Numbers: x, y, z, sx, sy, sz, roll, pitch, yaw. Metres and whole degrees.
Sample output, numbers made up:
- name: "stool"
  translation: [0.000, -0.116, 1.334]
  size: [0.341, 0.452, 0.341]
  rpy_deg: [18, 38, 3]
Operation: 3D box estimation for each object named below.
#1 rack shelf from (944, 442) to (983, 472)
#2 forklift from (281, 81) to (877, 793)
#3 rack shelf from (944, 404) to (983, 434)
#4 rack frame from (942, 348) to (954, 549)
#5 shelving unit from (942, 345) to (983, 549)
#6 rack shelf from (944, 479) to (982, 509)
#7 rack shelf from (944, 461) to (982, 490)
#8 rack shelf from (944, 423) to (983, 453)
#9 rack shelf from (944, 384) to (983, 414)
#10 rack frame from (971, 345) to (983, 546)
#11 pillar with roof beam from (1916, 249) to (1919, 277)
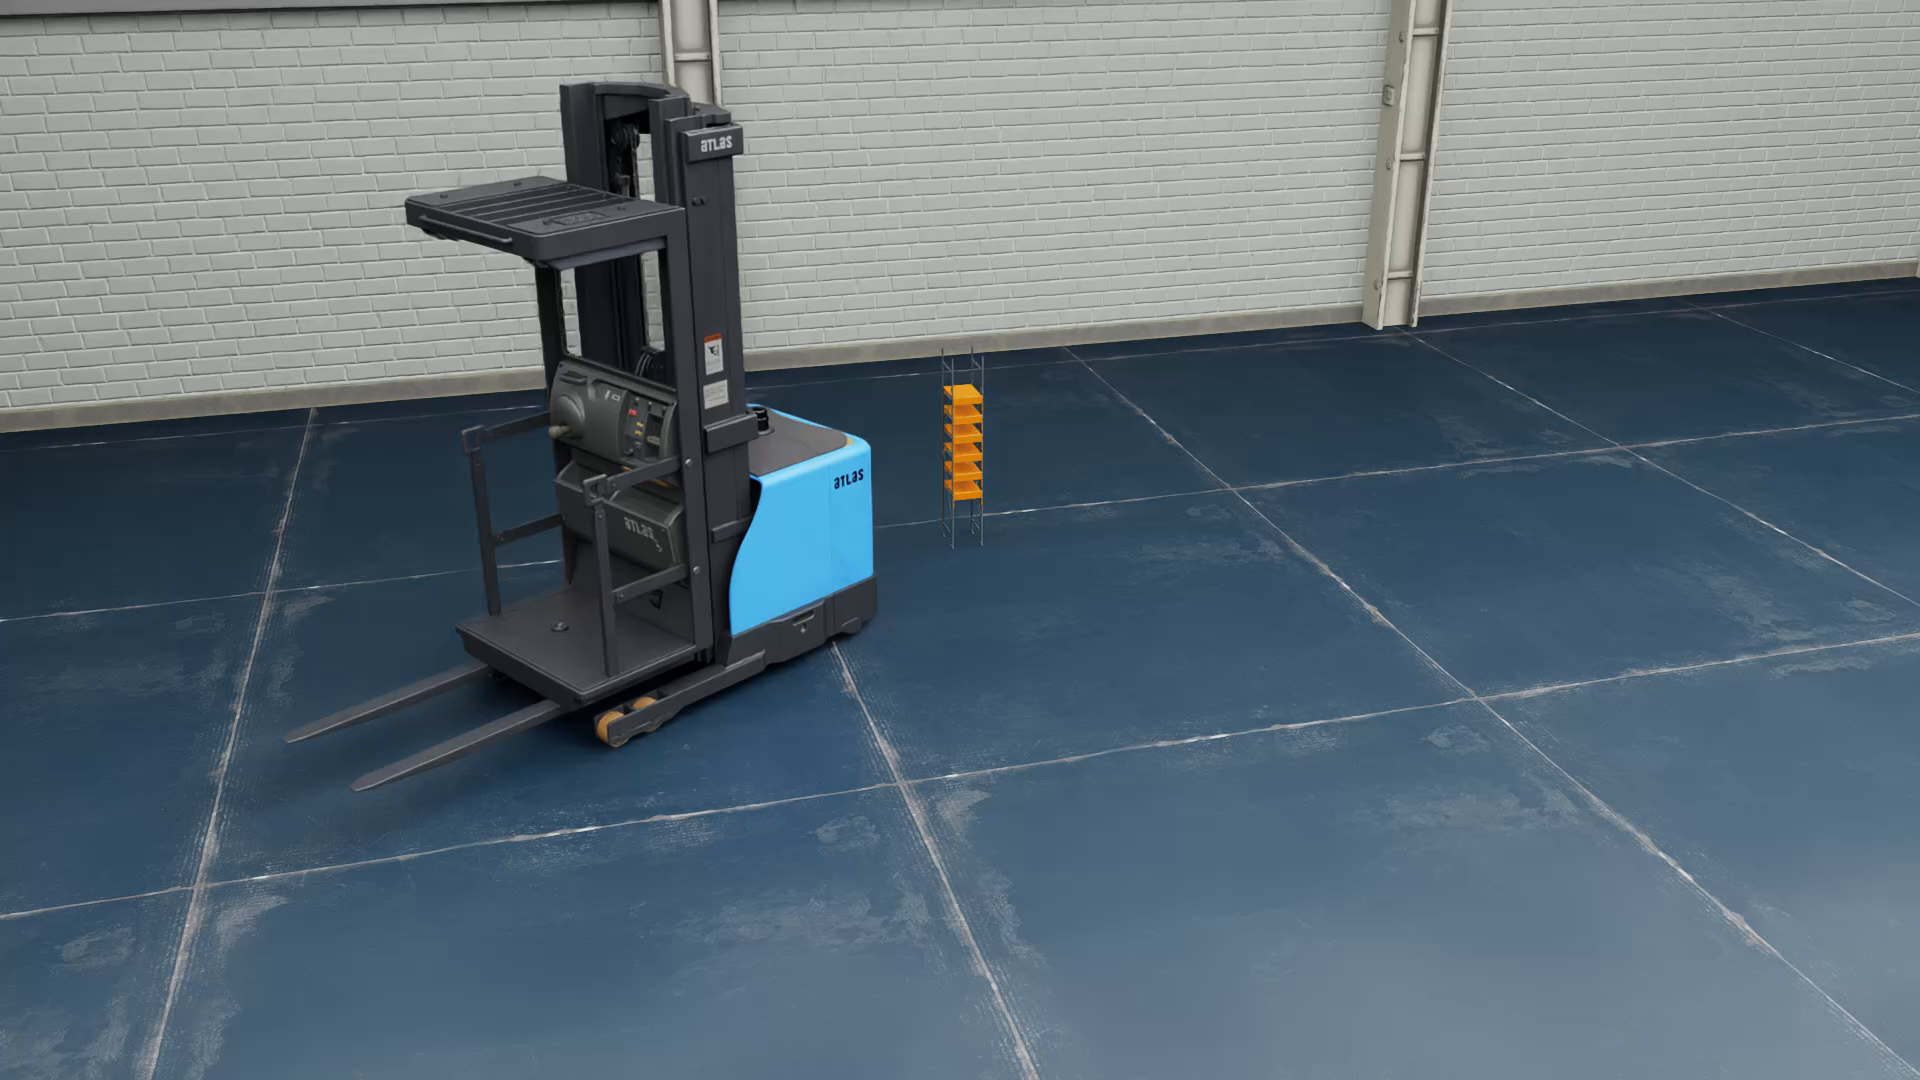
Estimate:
- name: "rack shelf"
  translation: [0.014, -0.512, 10.035]
  size: [0.180, 0.103, 0.258]
  rpy_deg: [-6, 24, -14]
- name: "forklift"
  translation: [-1.823, -0.586, 7.898]
  size: [1.130, 2.935, 3.031]
  rpy_deg: [20, 30, 39]
- name: "rack shelf"
  translation: [0.014, -0.733, 9.940]
  size: [0.180, 0.103, 0.258]
  rpy_deg: [-6, 24, -14]
- name: "rack frame"
  translation: [-0.074, -0.543, 9.994]
  size: [0.006, 1.200, 0.240]
  rpy_deg: [-6, 24, -14]
- name: "shelving unit"
  translation: [0.014, -0.553, 10.017]
  size: [0.189, 1.200, 0.258]
  rpy_deg: [-6, 24, -14]
- name: "rack shelf"
  translation: [0.014, -0.292, 10.129]
  size: [0.180, 0.103, 0.258]
  rpy_deg: [-6, 24, -14]
- name: "rack shelf"
  translation: [0.014, -0.402, 10.082]
  size: [0.180, 0.103, 0.258]
  rpy_deg: [-6, 24, -14]
- name: "rack shelf"
  translation: [0.014, -0.622, 9.987]
  size: [0.180, 0.103, 0.258]
  rpy_deg: [-6, 24, -14]
- name: "rack shelf"
  translation: [0.014, -0.843, 9.893]
  size: [0.180, 0.103, 0.258]
  rpy_deg: [-6, 24, -14]
- name: "rack frame"
  translation: [0.102, -0.563, 10.040]
  size: [0.006, 1.200, 0.240]
  rpy_deg: [-6, 24, -14]
- name: "pillar with roof beam"
  translation: [10.733, -5.057, 10.624]
  size: [0.400, 9.000, 9.100]
  rpy_deg: [-6, 24, -14]
